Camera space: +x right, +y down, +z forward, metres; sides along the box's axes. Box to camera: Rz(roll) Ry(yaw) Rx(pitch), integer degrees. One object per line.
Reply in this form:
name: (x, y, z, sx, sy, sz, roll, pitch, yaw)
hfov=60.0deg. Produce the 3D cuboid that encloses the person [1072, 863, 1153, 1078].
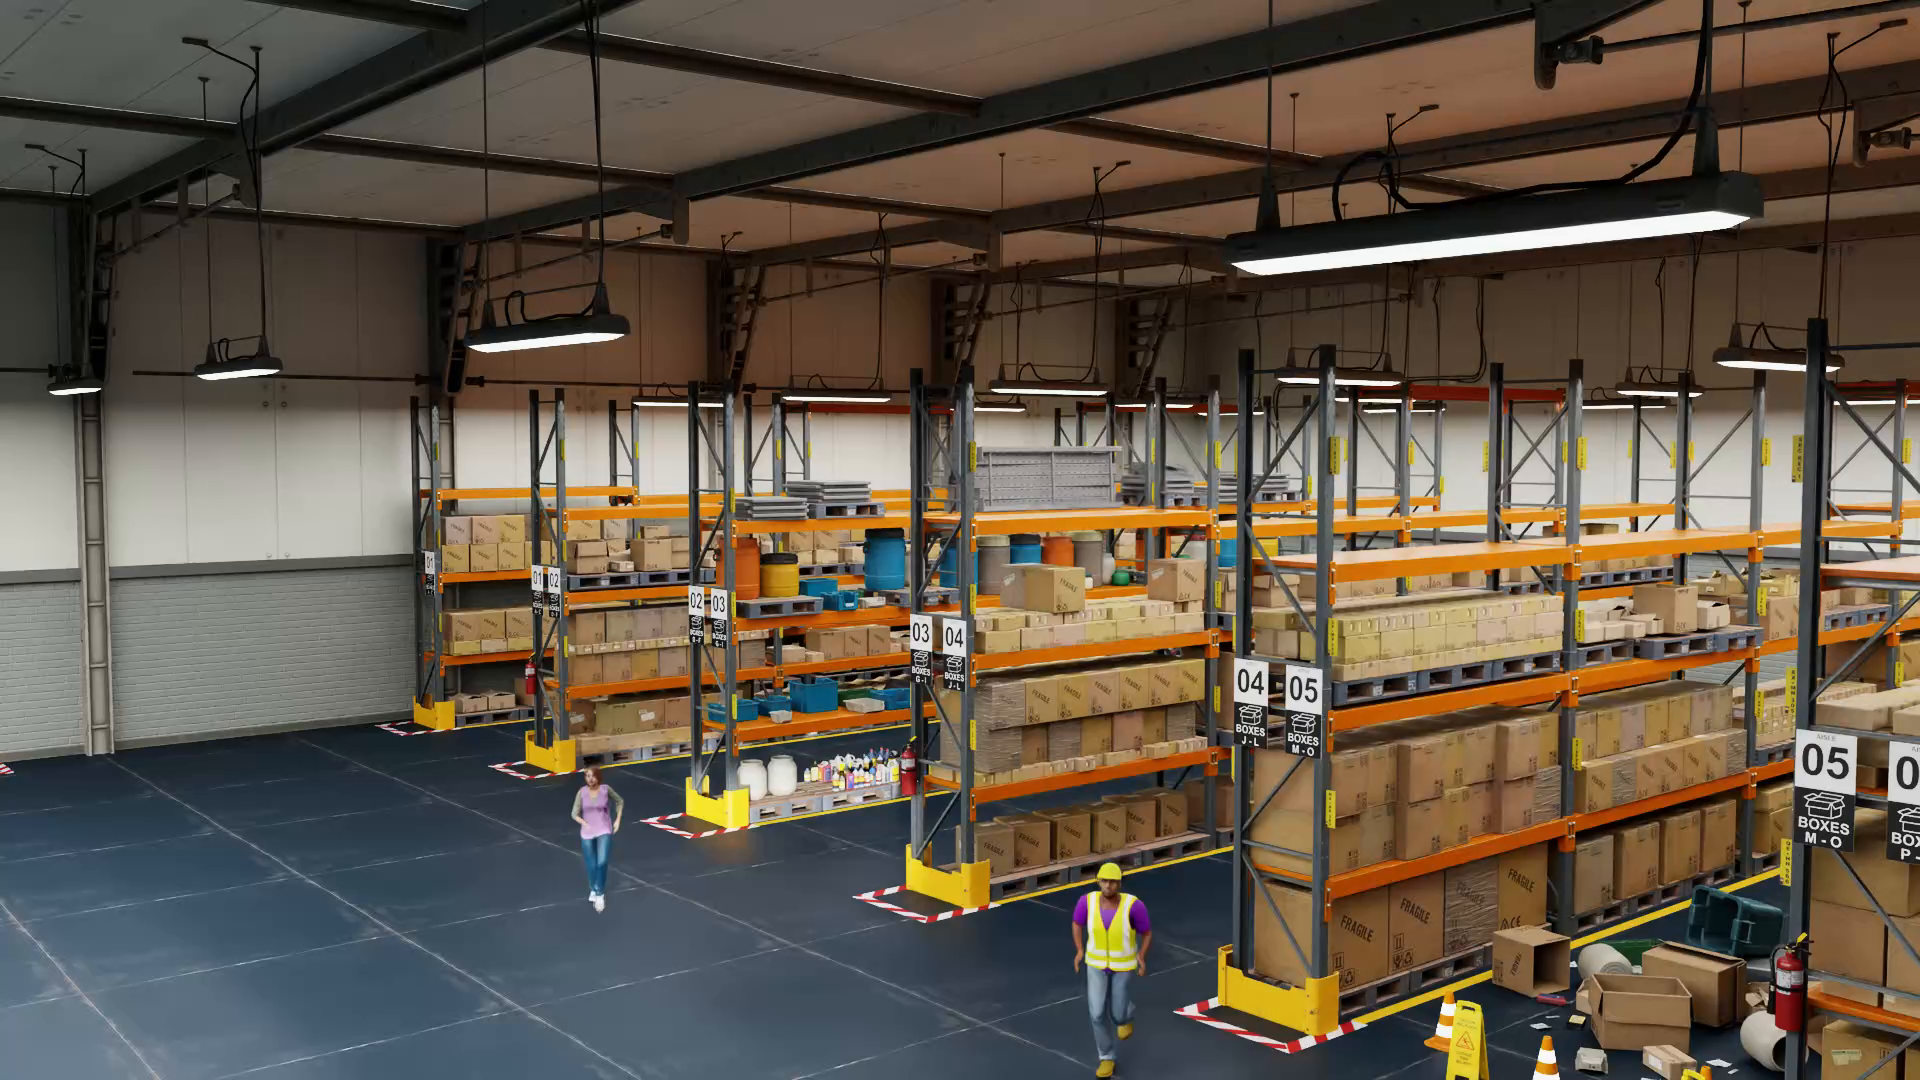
person: (1.255, 3.494, 13.781, 0.684, 1.721, 0.753, 1, 3, 14)

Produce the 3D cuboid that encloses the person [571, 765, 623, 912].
person: (-4.023, 3.291, 18.416, 0.543, 1.596, 0.672, 0, 3, -4)
